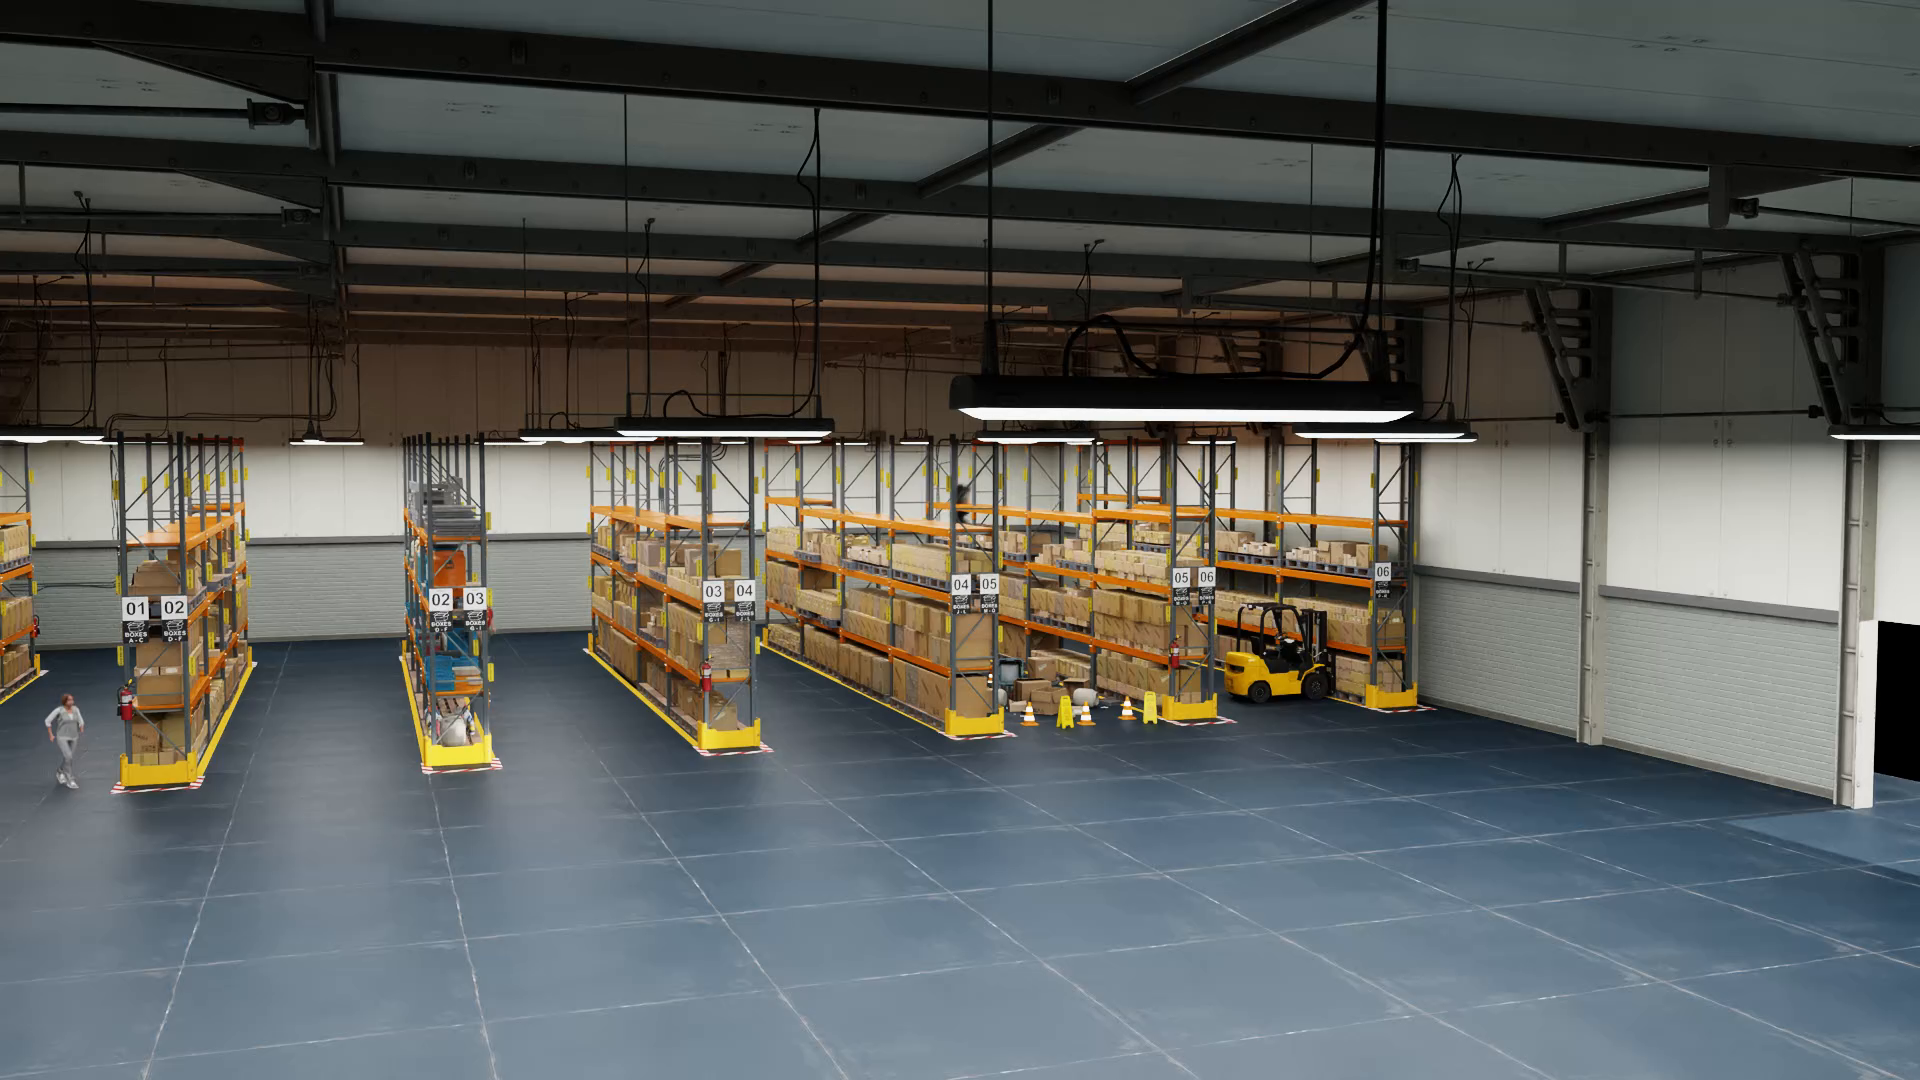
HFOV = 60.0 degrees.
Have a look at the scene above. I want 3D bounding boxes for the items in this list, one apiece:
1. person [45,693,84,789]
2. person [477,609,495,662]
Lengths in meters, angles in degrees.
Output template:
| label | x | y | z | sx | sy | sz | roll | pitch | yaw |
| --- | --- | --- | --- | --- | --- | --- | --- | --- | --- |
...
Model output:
| label | x | y | z | sx | sy | sz | roll | pitch | yaw |
| --- | --- | --- | --- | --- | --- | --- | --- | --- | --- |
| person | -15.075 | 3.365 | 28.022 | 0.768 | 1.590 | 0.554 | 2 | 4 | 34 |
| person | -12.812 | 2.444 | 44.542 | 0.778 | 1.675 | 0.676 | 3 | 4 | 41 |
